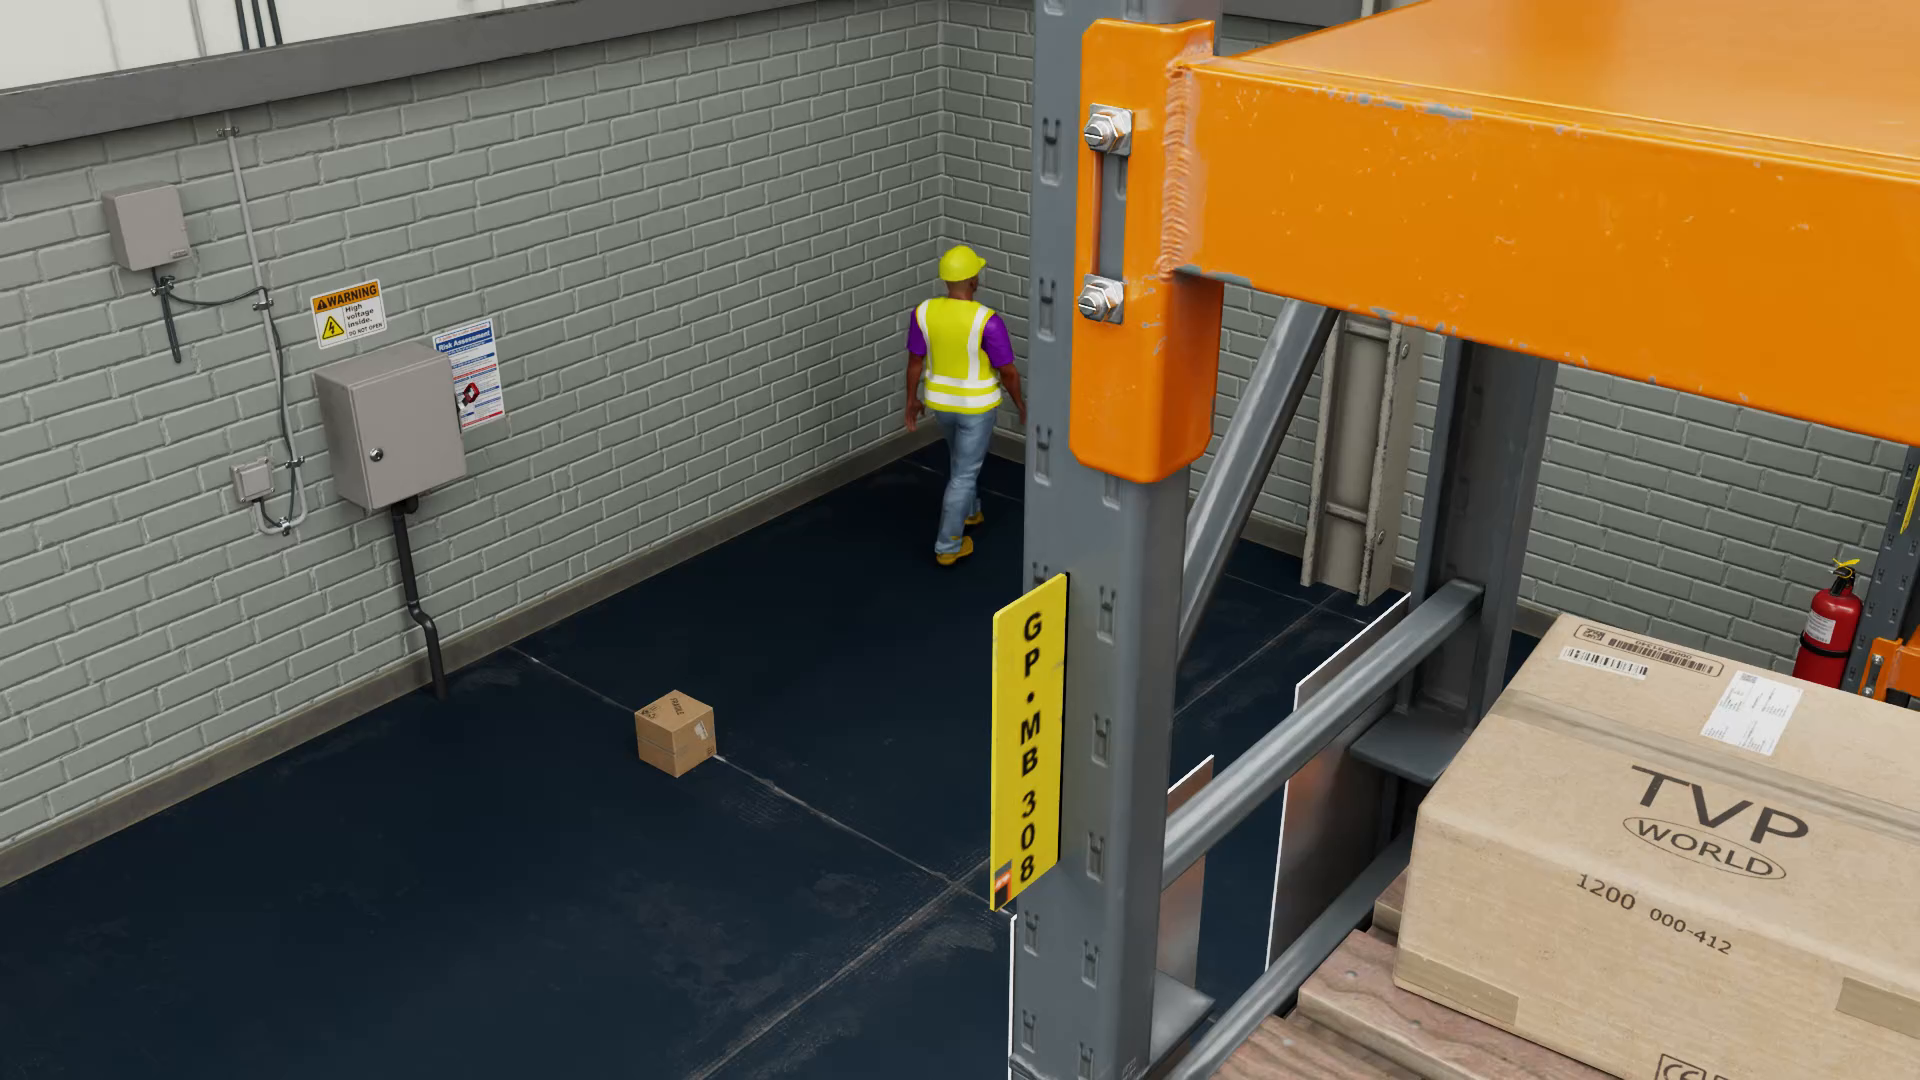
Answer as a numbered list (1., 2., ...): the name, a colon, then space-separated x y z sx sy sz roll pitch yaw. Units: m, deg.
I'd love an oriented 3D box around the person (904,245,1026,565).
1. person: 0.058 -0.746 9.061 0.615 1.799 0.758 15 31 27
